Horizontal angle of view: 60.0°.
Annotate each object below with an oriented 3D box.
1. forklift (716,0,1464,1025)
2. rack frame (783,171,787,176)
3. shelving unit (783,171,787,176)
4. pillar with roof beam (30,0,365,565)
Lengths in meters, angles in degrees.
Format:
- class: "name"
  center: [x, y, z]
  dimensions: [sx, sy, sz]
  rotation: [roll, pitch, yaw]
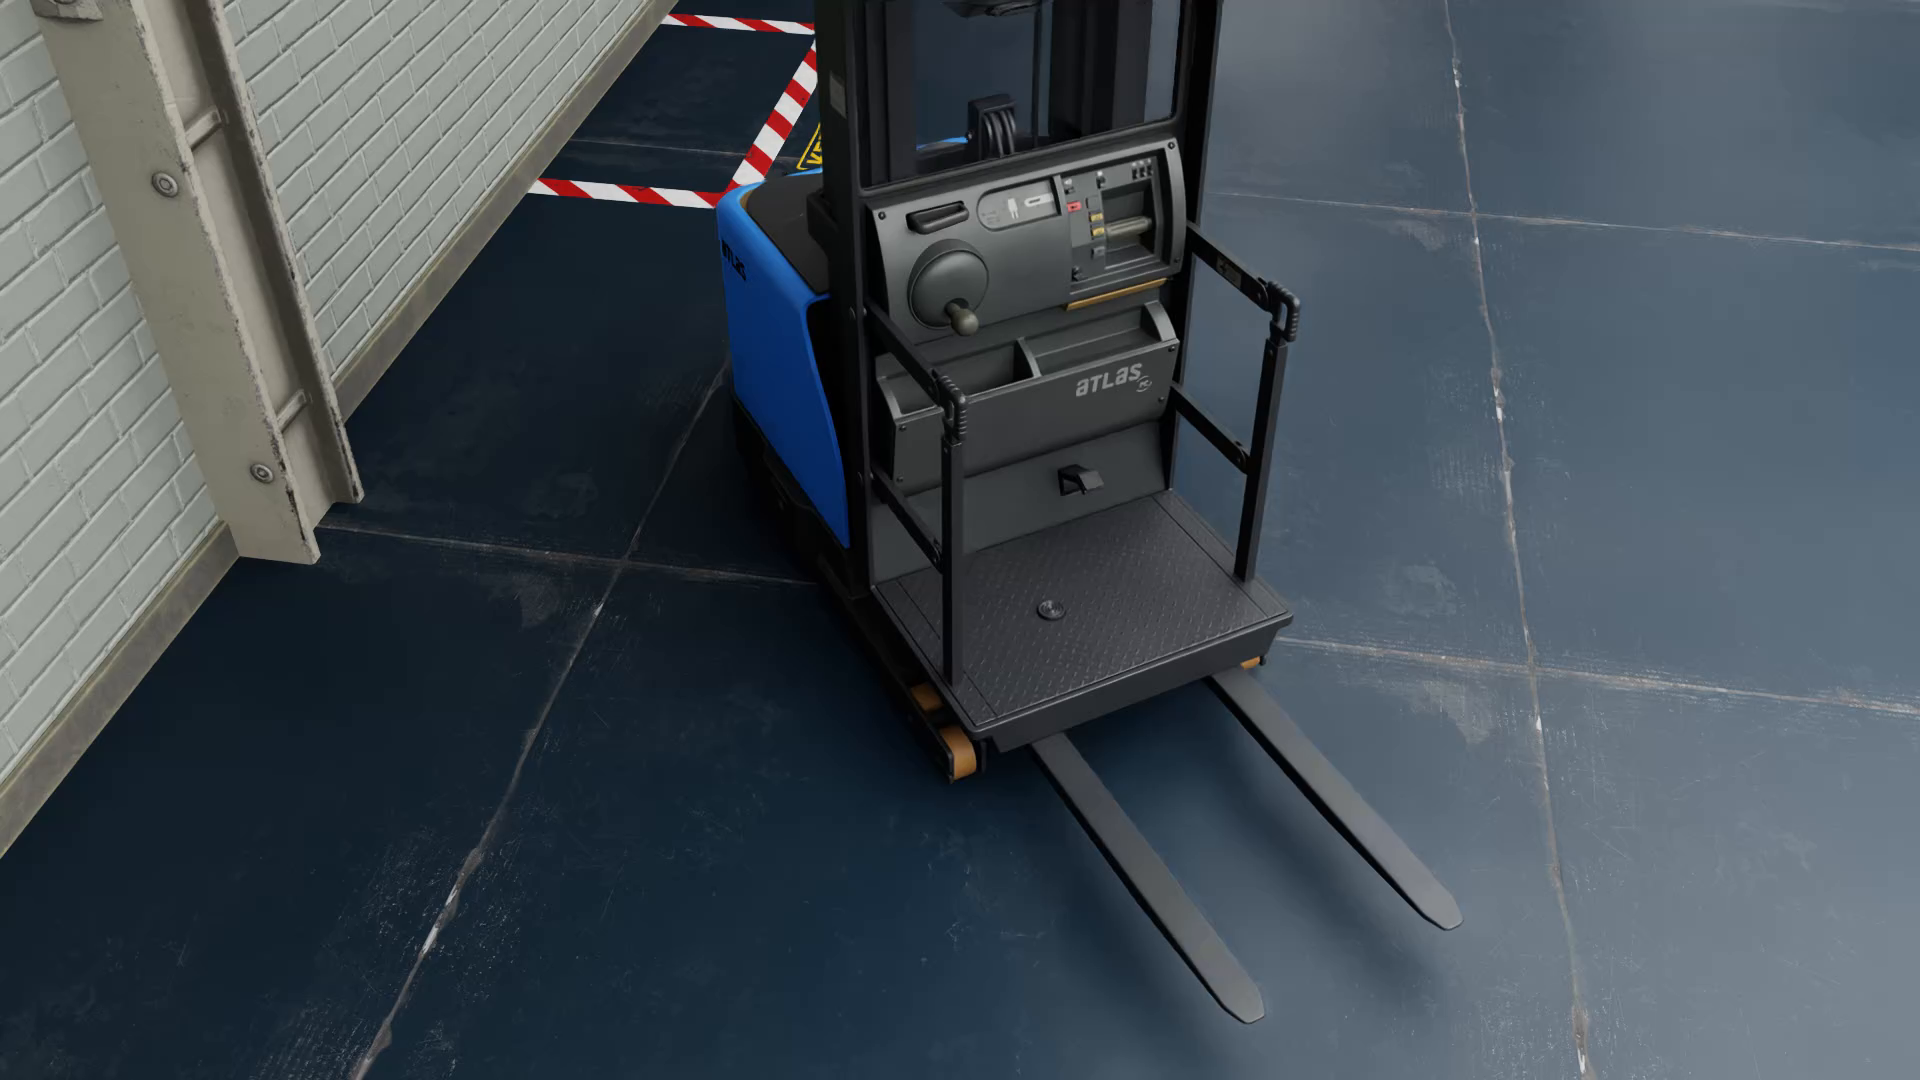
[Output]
- class: "forklift"
  center: [0.300, -0.751, 4.358]
  dimensions: [1.130, 2.935, 3.031]
  rotation: [-18, 43, -20]
- class: "rack frame"
  center: [-0.554, -0.909, 6.143]
  dimensions: [0.006, 0.900, 0.240]
  rotation: [-27, 47, -29]
- class: "shelving unit"
  center: [-0.633, -0.868, 6.093]
  dimensions: [0.210, 0.900, 0.258]
  rotation: [-27, 47, -29]
- class: "pillar with roof beam"
  center: [1.927, -3.051, 2.378]
  dimensions: [9.100, 9.000, 0.400]
  rotation: [6, 40, 8]
